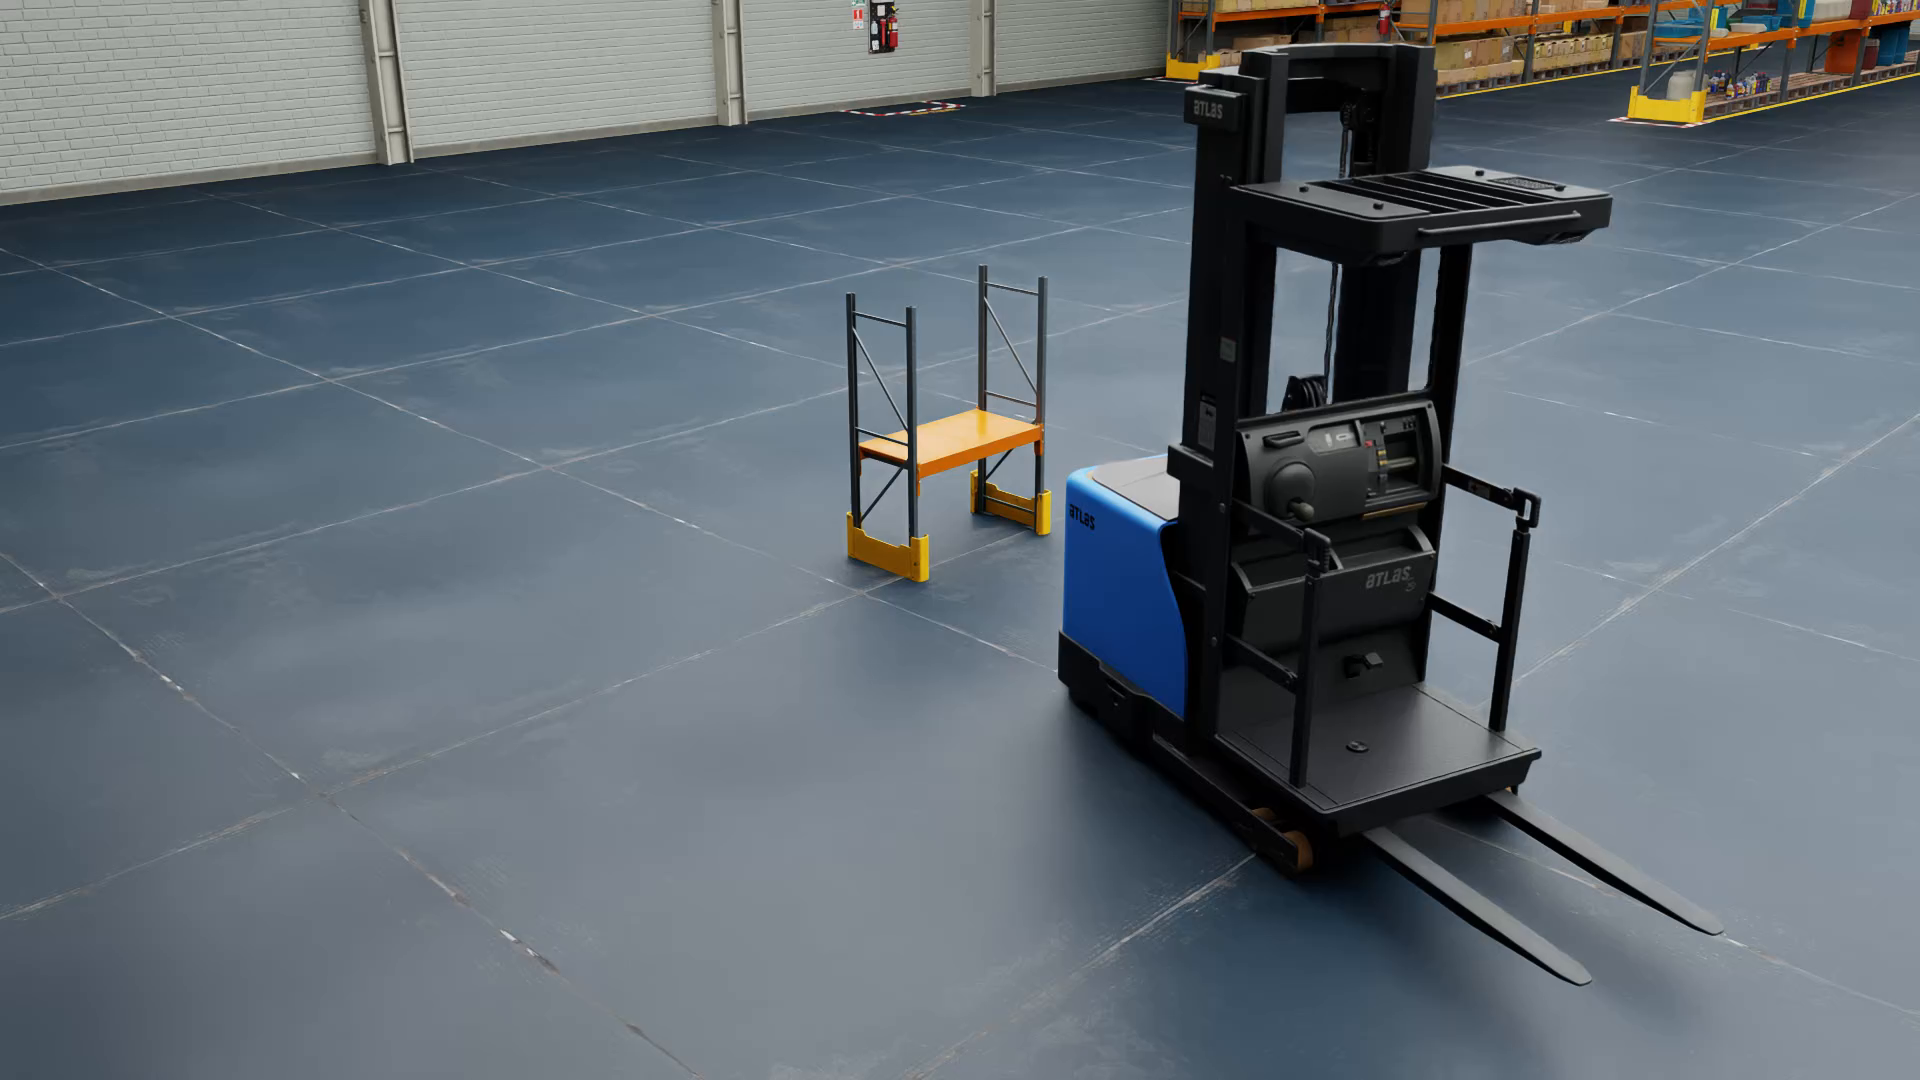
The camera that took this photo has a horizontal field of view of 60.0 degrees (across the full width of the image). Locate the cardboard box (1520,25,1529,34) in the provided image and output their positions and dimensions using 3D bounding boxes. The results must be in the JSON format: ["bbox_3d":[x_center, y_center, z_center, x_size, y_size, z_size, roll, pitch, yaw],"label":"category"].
[{"bbox_3d":[14.434,-13.482,43.369,0.500,0.500,0.700,-19,28,-41],"label":"cardboard box"}]

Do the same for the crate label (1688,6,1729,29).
[{"bbox_3d":[12.943,-9.020,28.811,0.502,0.435,0.616,19,28,41],"label":"crate label"}]

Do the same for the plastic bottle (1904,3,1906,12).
[{"bbox_3d":[19.419,-10.977,34.230,0.097,0.201,0.097,0,21,0],"label":"plastic bottle"}]

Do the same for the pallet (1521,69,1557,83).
[{"bbox_3d":[11.583,-9.629,34.331,1.003,0.211,1.213,19,28,41],"label":"pallet"}]

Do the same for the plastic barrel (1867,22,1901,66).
[{"bbox_3d":[19.339,-10.446,34.910,0.600,0.901,0.708,19,28,41],"label":"plastic barrel"}]

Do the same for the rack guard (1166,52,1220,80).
[{"bbox_3d":[4.808,-9.795,34.360,1.175,0.500,0.348,19,28,41],"label":"rack guard"}]

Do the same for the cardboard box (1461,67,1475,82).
[{"bbox_3d":[9.535,-8.956,31.941,0.500,0.250,0.500,19,28,41],"label":"cardboard box"}]

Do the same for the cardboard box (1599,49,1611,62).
[{"bbox_3d":[13.695,-10.476,35.895,0.500,0.250,0.500,-19,28,-41],"label":"cardboard box"}]

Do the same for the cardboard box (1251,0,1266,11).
[{"bbox_3d":[6.034,-11.194,34.697,0.500,0.250,0.500,19,28,40],"label":"cardboard box"}]

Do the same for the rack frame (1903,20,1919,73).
[{"bbox_3d":[20.224,-11.547,35.435,1.000,3.000,0.127,19,28,41],"label":"rack frame"}]

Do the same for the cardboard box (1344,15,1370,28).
[{"bbox_3d":[9.073,-11.924,38.243,0.500,0.250,0.500,19,28,40],"label":"cardboard box"}]

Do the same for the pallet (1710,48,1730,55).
[{"bbox_3d":[18.009,-11.977,40.442,1.003,0.211,1.213,19,28,41],"label":"pallet"}]

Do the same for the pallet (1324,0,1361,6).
[{"bbox_3d":[8.183,-12.041,36.987,1.003,0.211,1.213,19,28,41],"label":"pallet"}]

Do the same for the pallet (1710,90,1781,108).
[{"bbox_3d":[14.145,-8.027,30.163,1.003,0.211,1.213,19,28,41],"label":"pallet"}]

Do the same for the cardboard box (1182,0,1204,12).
[{"bbox_3d":[4.942,-11.050,34.323,0.500,0.250,0.500,-20,28,-41],"label":"cardboard box"}]

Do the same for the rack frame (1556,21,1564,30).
[{"bbox_3d":[15.916,-15.055,44.562,1.000,3.000,0.127,19,28,41],"label":"rack frame"}]

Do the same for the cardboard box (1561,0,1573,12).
[{"bbox_3d":[12.361,-11.235,34.485,0.500,0.500,0.500,19,28,41],"label":"cardboard box"}]

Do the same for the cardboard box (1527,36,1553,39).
[{"bbox_3d":[12.236,-10.473,35.106,0.500,0.311,0.500,19,28,40],"label":"cardboard box"}]

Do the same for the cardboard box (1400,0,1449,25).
[{"bbox_3d":[8.641,-9.866,30.924,0.700,0.500,0.500,19,28,41],"label":"cardboard box"}]

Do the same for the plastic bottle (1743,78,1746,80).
[{"bbox_3d":[13.950,-8.077,29.580,0.061,0.283,0.133,19,28,41],"label":"plastic bottle"}]

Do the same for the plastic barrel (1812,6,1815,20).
[{"bbox_3d":[15.468,-9.745,30.558,0.433,0.535,0.433,0,21,0],"label":"plastic barrel"}]

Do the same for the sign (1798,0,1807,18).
[{"bbox_3d":[15.030,-9.479,29.670,0.100,0.325,0.005,19,28,41],"label":"sign"}]

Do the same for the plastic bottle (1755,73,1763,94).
[{"bbox_3d":[14.267,-8.172,29.735,0.144,0.351,0.185,18,27,38],"label":"plastic bottle"}]

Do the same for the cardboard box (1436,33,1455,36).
[{"bbox_3d":[11.558,-12.571,40.510,0.750,0.750,0.750,19,28,40],"label":"cardboard box"}]

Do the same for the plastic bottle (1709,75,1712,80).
[{"bbox_3d":[13.506,-8.244,30.014,0.133,0.283,0.061,-19,28,-40],"label":"plastic bottle"}]

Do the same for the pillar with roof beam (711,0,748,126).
[{"bbox_3d":[-0.663,-9.976,22.988,9.100,9.000,0.400,19,28,41],"label":"pillar with roof beam"}]

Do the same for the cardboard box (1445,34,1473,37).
[{"bbox_3d":[9.852,-9.696,32.821,0.500,0.500,0.500,19,28,41],"label":"cardboard box"}]

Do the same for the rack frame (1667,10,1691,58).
[{"bbox_3d":[16.678,-12.788,38.663,1.000,3.000,0.127,19,28,41],"label":"rack frame"}]

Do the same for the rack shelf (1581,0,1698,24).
[{"bbox_3d":[15.283,-11.938,37.455,1.077,0.370,4.000,19,28,41],"label":"rack shelf"}]

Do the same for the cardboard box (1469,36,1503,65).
[{"bbox_3d":[10.227,-9.565,32.480,0.500,0.500,0.500,19,28,41],"label":"cardboard box"}]

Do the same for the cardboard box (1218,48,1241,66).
[{"bbox_3d":[5.700,-10.194,35.050,0.500,0.311,0.500,-17,27,-38],"label":"cardboard box"}]

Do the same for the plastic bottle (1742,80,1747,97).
[{"bbox_3d":[13.791,-7.948,29.262,0.097,0.271,0.097,0,21,0],"label":"plastic bottle"}]

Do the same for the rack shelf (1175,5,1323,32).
[{"bbox_3d":[6.150,-11.120,35.328,1.077,0.370,4.000,19,28,41],"label":"rack shelf"}]

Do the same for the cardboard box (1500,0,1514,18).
[{"bbox_3d":[10.429,-10.525,32.637,0.700,0.500,0.500,19,28,40],"label":"cardboard box"}]

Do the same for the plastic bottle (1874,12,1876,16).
[{"bbox_3d":[18.136,-10.504,33.000,0.097,0.201,0.097,0,21,0],"label":"plastic bottle"}]

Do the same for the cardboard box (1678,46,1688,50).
[{"bbox_3d":[16.539,-11.628,38.516,0.500,0.500,0.500,19,28,40],"label":"cardboard box"}]

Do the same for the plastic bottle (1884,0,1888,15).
[{"bbox_3d":[18.577,-10.696,33.384,0.061,0.283,0.133,19,28,41],"label":"plastic bottle"}]

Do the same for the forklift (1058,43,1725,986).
[{"bbox_3d":[1.574,-0.285,6.230,1.130,2.935,3.031,-10,23,-25],"label":"forklift"}]

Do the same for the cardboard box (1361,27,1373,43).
[{"bbox_3d":[9.102,-11.601,38.446,0.700,0.500,0.500,19,28,40],"label":"cardboard box"}]

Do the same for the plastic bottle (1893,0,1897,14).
[{"bbox_3d":[18.935,-10.848,33.789,0.152,0.276,0.135,19,28,41],"label":"plastic bottle"}]

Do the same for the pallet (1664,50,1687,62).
[{"bbox_3d":[16.138,-11.267,38.595,1.003,0.211,1.213,19,28,41],"label":"pallet"}]

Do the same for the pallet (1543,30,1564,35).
[{"bbox_3d":[15.415,-13.528,44.476,1.003,0.211,1.213,19,28,41],"label":"pallet"}]

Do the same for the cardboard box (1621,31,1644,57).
[{"bbox_3d":[14.771,-10.979,36.830,0.500,0.500,0.500,18,27,39],"label":"cardboard box"}]

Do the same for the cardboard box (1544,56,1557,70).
[{"bbox_3d":[11.913,-9.816,34.180,0.500,0.250,0.500,-19,28,-41],"label":"cardboard box"}]

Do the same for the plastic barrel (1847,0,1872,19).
[{"bbox_3d":[17.327,-10.387,32.228,0.600,0.536,0.708,19,28,41],"label":"plastic barrel"}]

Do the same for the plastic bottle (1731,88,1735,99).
[{"bbox_3d":[13.413,-7.776,28.912,0.097,0.201,0.097,0,21,0],"label":"plastic bottle"}]

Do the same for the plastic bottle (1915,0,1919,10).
[{"bbox_3d":[19.926,-11.213,34.739,0.152,0.276,0.135,19,28,41],"label":"plastic bottle"}]

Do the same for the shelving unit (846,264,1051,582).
[{"bbox_3d":[-0.053,-0.680,9.255,0.587,1.500,1.083,19,28,41],"label":"shelving unit"}]

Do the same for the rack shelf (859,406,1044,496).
[{"bbox_3d":[-0.060,-0.510,9.313,0.538,0.185,1.000,19,28,41],"label":"rack shelf"}]

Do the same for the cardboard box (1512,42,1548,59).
[{"bbox_3d":[11.564,-9.949,33.745,0.500,0.311,0.500,19,28,41],"label":"cardboard box"}]

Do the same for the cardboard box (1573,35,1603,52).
[{"bbox_3d":[13.341,-10.602,35.443,0.500,0.311,0.500,19,28,40],"label":"cardboard box"}]

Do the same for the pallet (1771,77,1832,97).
[{"bbox_3d":[16.015,-8.716,31.956,1.003,0.211,1.213,19,28,41],"label":"pallet"}]
